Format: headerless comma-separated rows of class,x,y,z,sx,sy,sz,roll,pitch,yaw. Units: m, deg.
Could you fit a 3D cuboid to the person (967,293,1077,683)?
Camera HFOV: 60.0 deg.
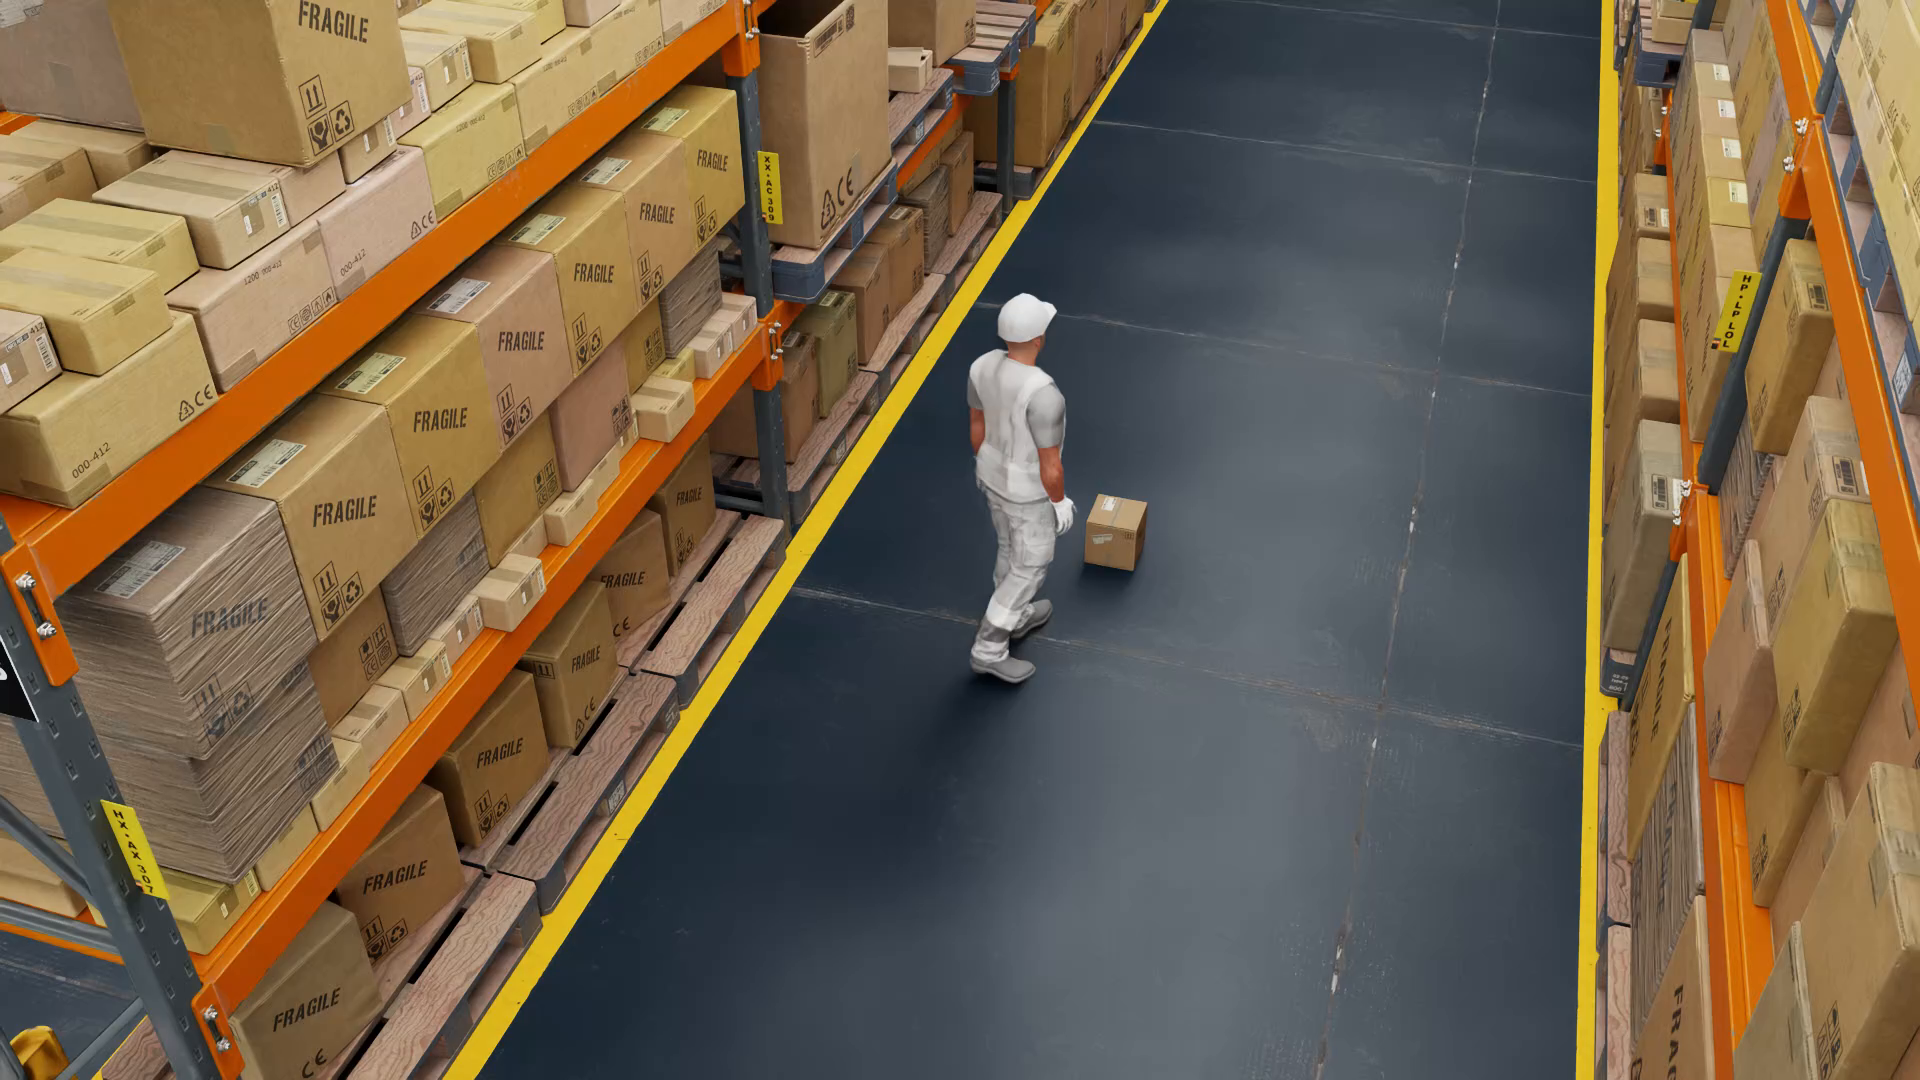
person,0.243,-0.233,7.177,0.609,1.795,0.557,-23,42,-27
